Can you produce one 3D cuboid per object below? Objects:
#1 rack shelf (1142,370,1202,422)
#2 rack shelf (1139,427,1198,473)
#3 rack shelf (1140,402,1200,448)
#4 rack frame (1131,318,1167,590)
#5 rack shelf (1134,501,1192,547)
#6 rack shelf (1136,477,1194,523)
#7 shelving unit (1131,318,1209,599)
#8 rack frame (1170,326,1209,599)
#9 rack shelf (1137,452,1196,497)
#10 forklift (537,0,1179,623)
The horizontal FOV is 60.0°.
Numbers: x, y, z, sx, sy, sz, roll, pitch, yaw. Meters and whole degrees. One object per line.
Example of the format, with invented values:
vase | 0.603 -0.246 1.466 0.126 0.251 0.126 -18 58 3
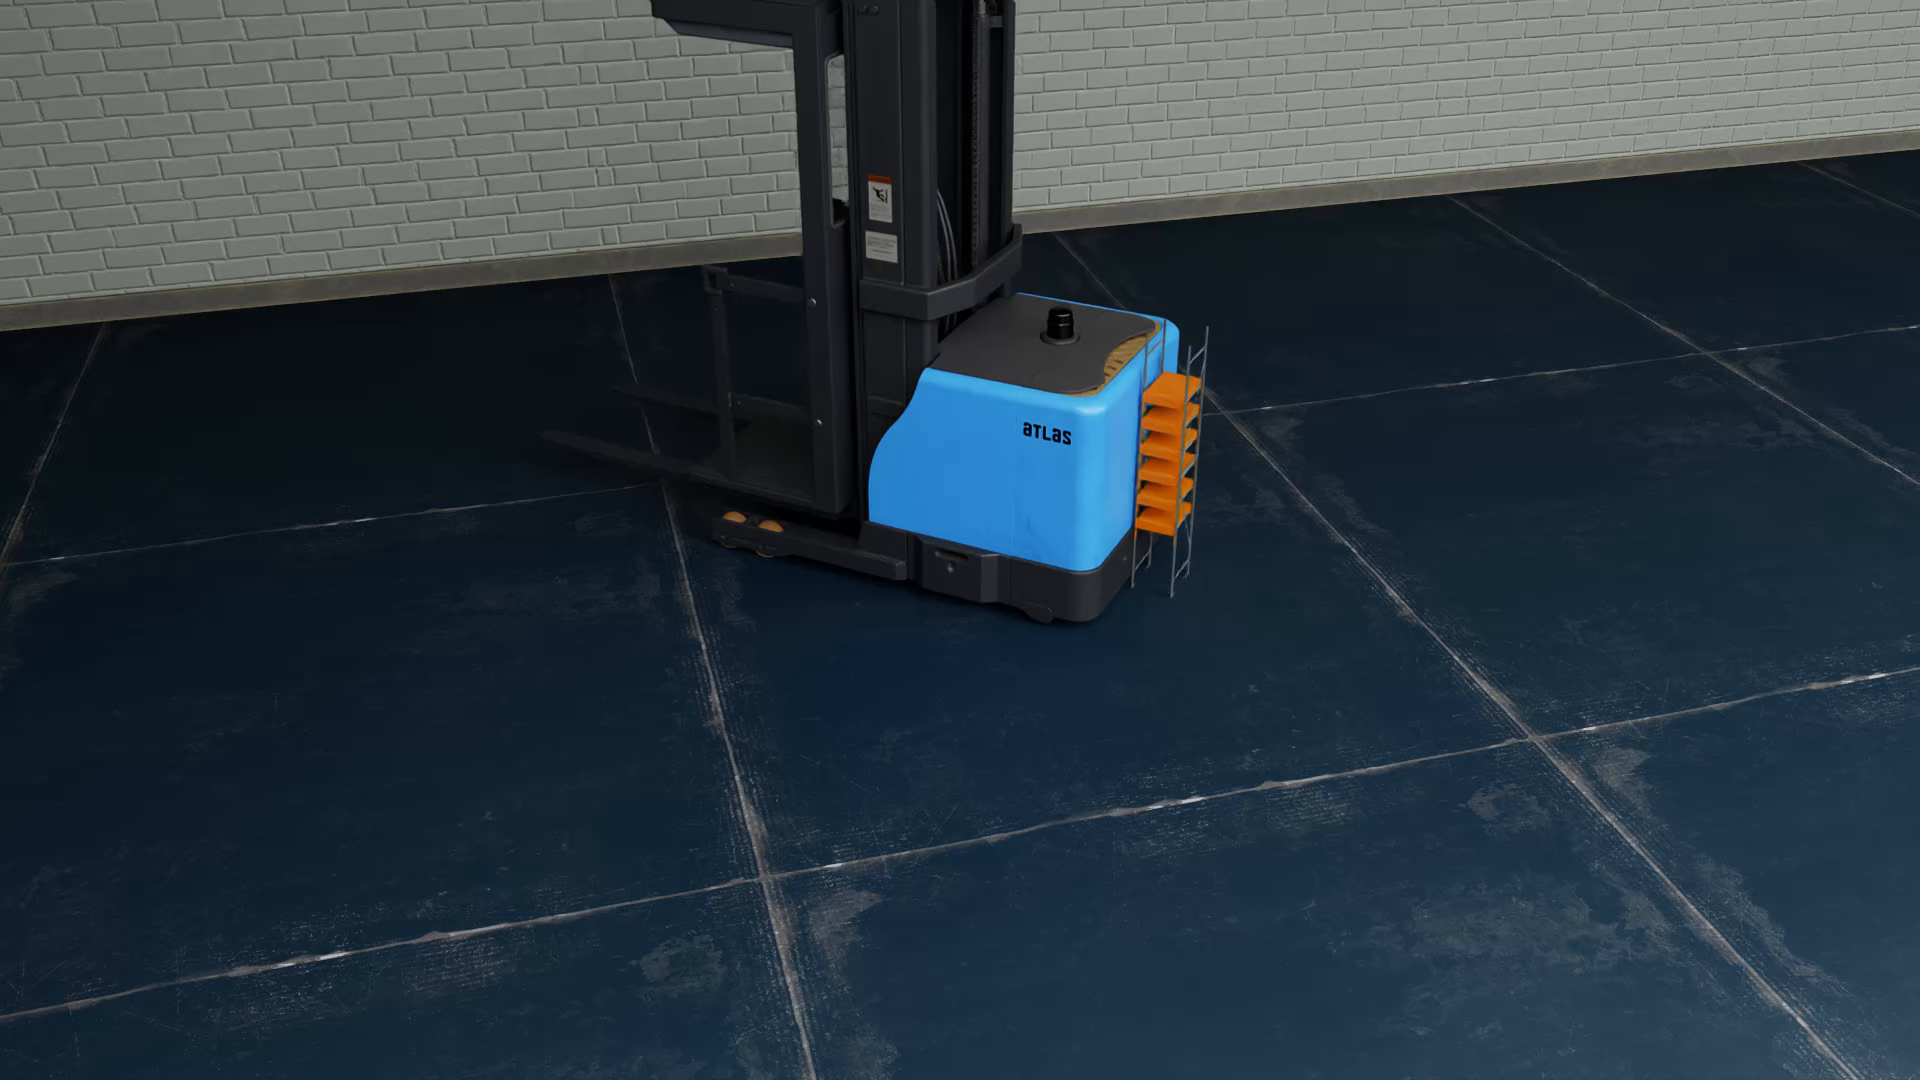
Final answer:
rack shelf | 0.893 -0.607 6.971 0.180 0.103 0.258 14 33 22
rack shelf | 0.893 -0.399 7.091 0.180 0.103 0.258 14 33 22
rack shelf | 0.893 -0.503 7.031 0.180 0.103 0.258 14 33 22
rack frame | 0.811 -0.354 7.164 0.006 1.200 0.240 14 33 22
rack shelf | 0.893 -0.088 7.272 0.180 0.103 0.258 14 33 22
rack shelf | 0.893 -0.192 7.211 0.180 0.103 0.258 14 33 22
shelving unit | 0.893 -0.334 7.129 0.189 1.200 0.258 14 33 22
rack frame | 0.976 -0.314 7.094 0.006 1.200 0.240 14 33 22
rack shelf | 0.893 -0.295 7.151 0.180 0.103 0.258 14 33 22
forklift | -0.582 -1.410 7.261 3.031 2.935 1.130 14 33 22
